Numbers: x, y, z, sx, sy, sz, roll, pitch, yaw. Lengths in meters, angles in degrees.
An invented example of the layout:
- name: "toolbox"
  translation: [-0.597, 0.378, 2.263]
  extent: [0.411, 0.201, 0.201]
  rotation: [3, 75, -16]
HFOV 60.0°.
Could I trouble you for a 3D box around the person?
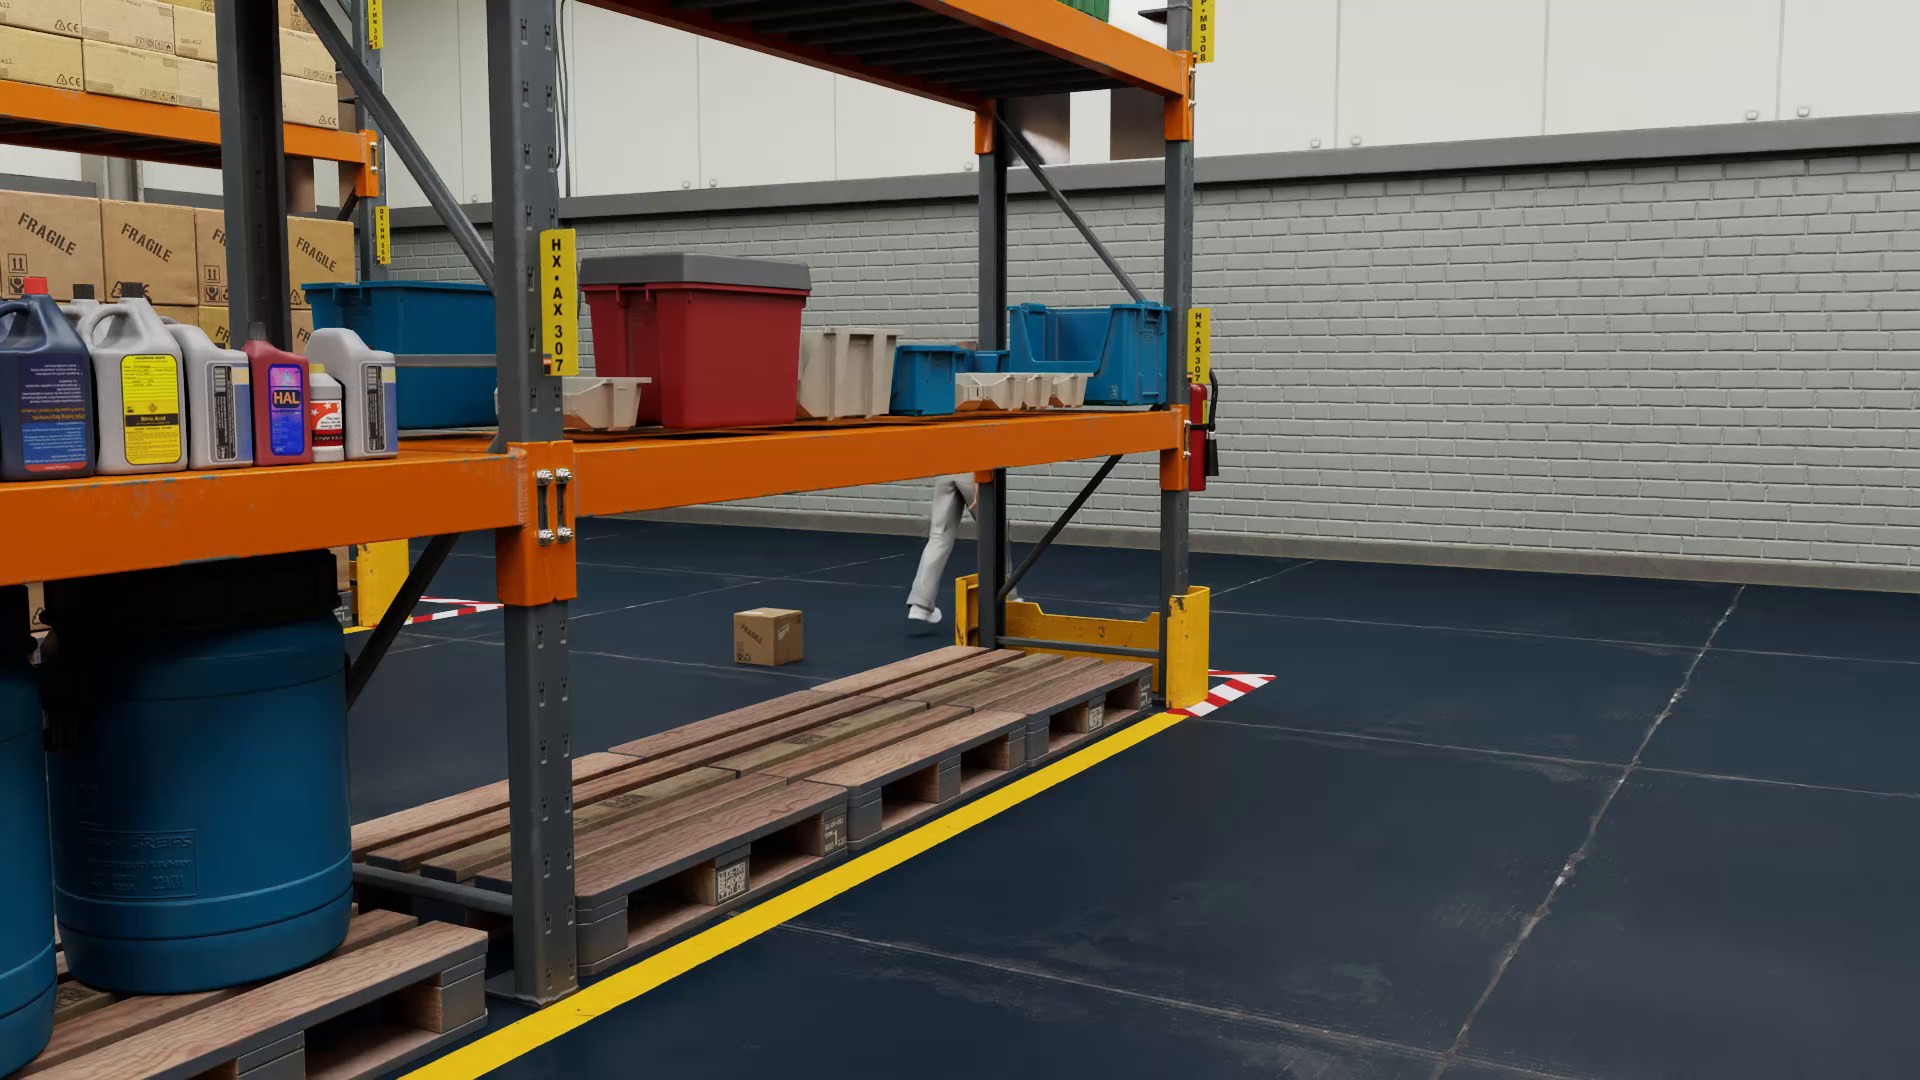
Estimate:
- name: "person"
  translation: [0.045, -0.330, 9.513]
  extent: [0.467, 1.612, 1.058]
  rotation: [4, 7, 32]
